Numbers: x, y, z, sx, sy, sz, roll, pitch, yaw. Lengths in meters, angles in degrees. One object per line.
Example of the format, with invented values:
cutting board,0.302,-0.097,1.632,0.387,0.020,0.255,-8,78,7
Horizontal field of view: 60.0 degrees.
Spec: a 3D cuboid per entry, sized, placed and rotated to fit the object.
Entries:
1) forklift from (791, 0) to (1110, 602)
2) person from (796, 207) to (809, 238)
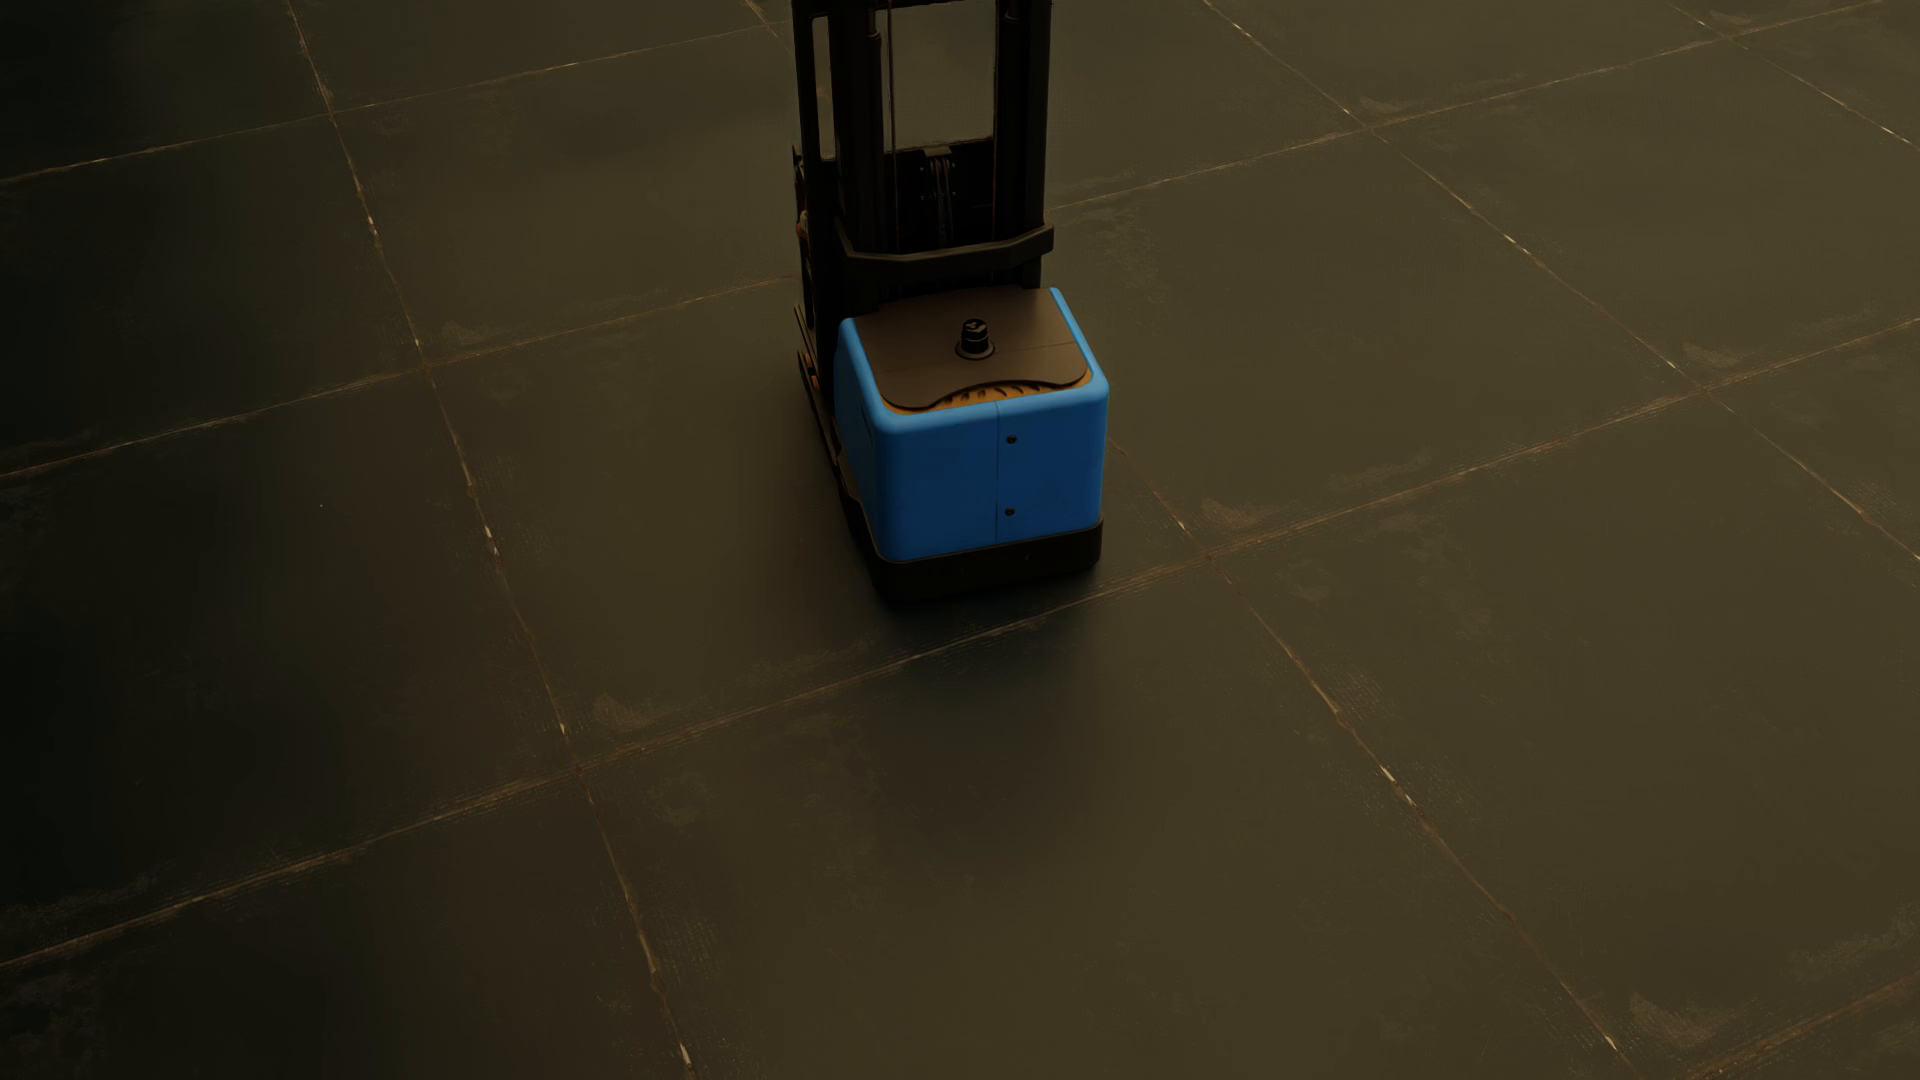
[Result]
forklift,-0.218,-1.816,7.626,1.130,2.935,3.031,-10,44,-11
person,-0.385,-1.308,8.099,0.765,1.529,0.730,15,45,15
